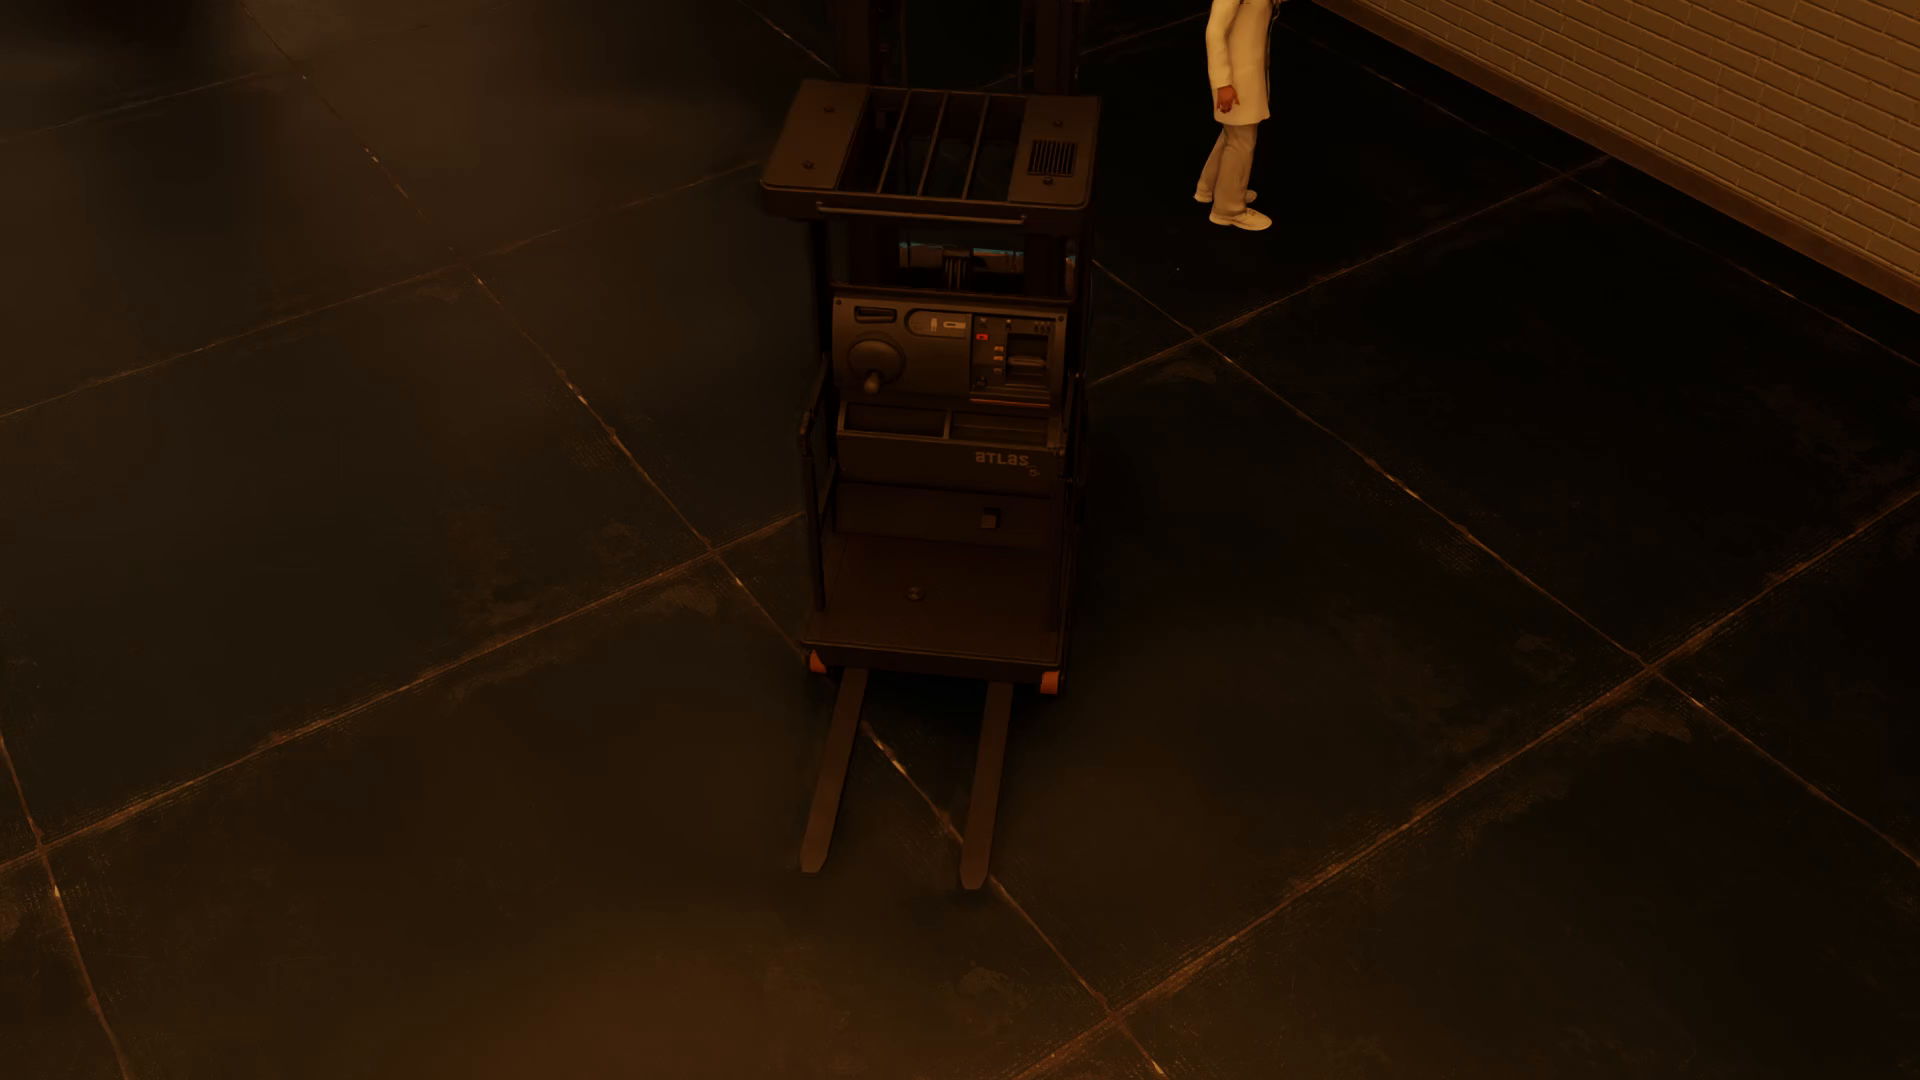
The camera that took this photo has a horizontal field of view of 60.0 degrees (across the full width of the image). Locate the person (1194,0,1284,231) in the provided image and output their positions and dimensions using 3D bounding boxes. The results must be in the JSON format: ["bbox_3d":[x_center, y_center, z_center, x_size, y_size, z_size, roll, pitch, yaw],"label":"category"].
[{"bbox_3d":[1.657,-2.651,9.448,0.513,1.773,0.755,13,44,14],"label":"person"}]

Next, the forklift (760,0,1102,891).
[{"bbox_3d":[-0.070,-0.666,6.438,1.130,2.935,3.031,5,43,5],"label":"forklift"}]
